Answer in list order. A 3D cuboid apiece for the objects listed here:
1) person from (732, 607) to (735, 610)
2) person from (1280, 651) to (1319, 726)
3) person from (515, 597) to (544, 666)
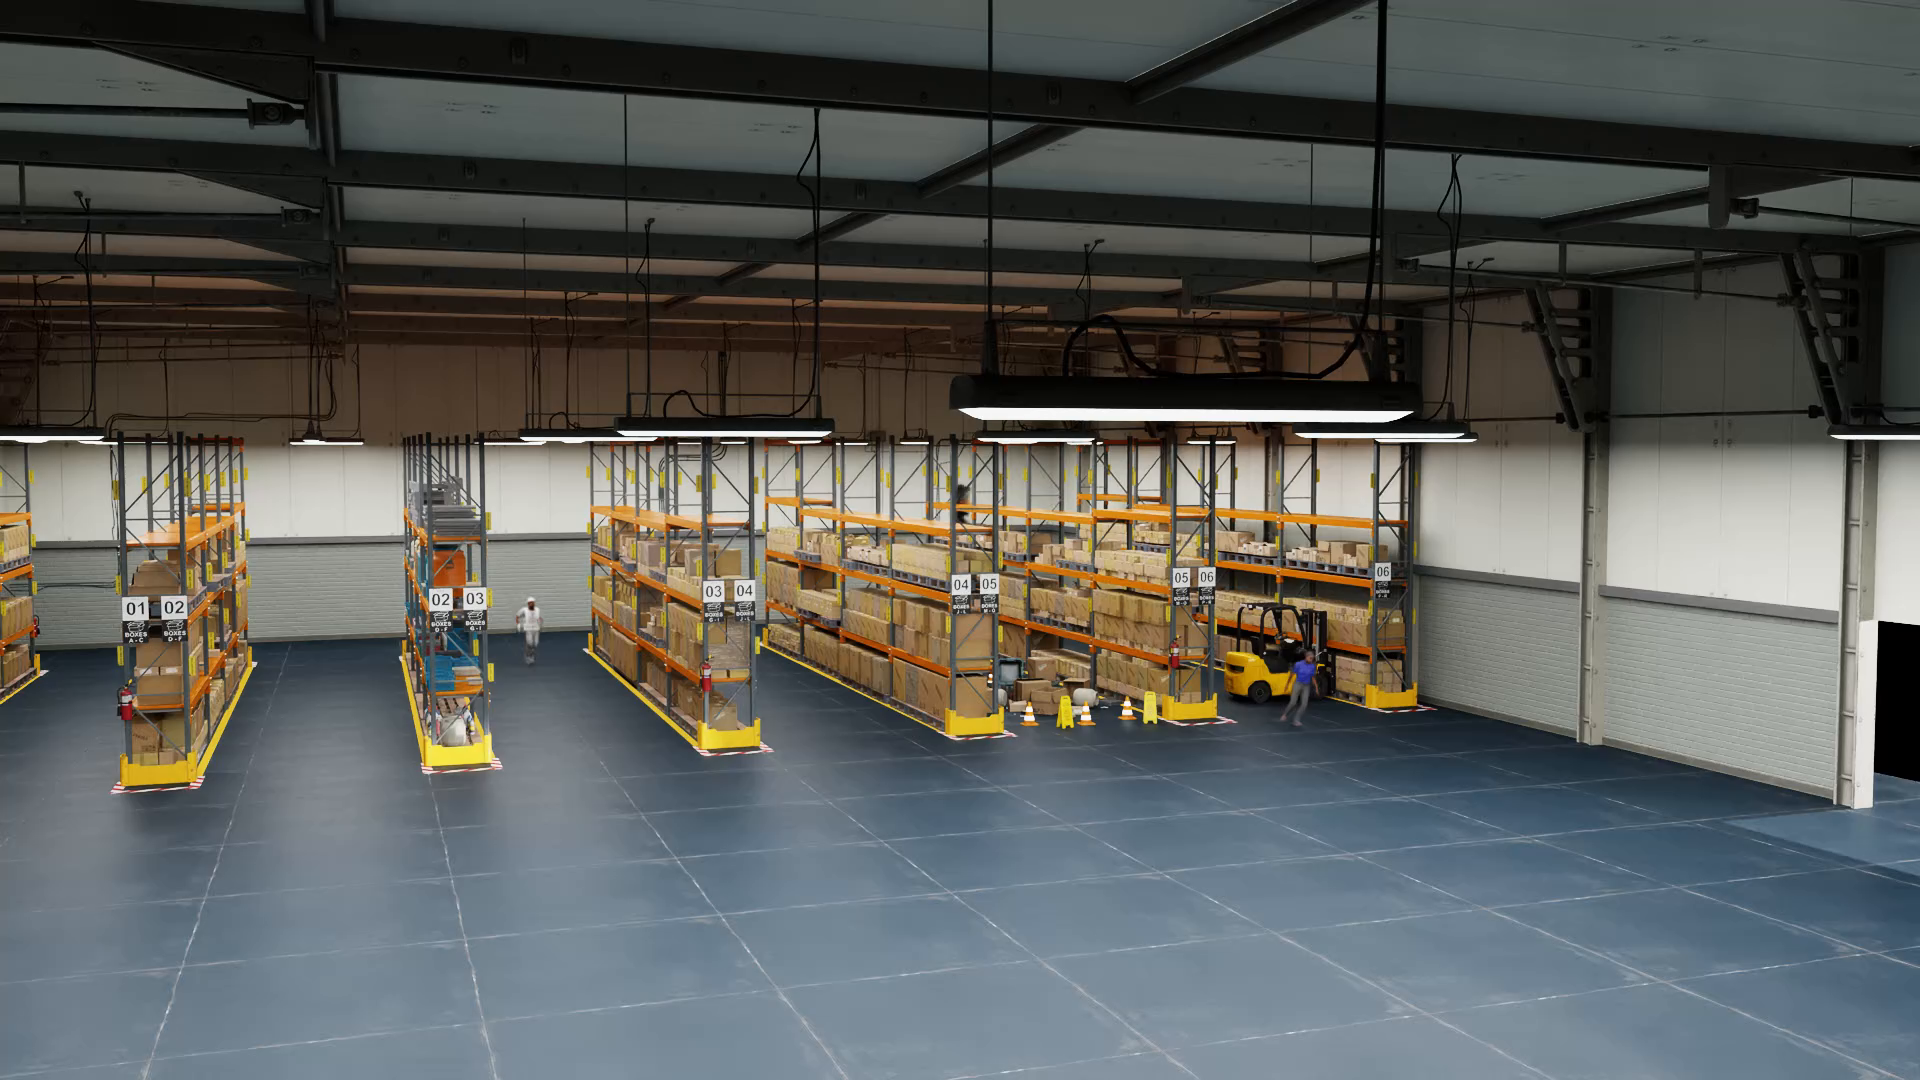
[{"bbox_3d":[-6.178,2.405,45.231,0.614,1.646,0.719,-2,4,-32],"label":"person"},{"bbox_3d":[6.974,3.037,34.131,0.720,1.570,0.612,-1,3,-11],"label":"person"},{"bbox_3d":[-11.290,2.407,43.796,0.676,1.793,0.709,-2,4,-33],"label":"person"}]
